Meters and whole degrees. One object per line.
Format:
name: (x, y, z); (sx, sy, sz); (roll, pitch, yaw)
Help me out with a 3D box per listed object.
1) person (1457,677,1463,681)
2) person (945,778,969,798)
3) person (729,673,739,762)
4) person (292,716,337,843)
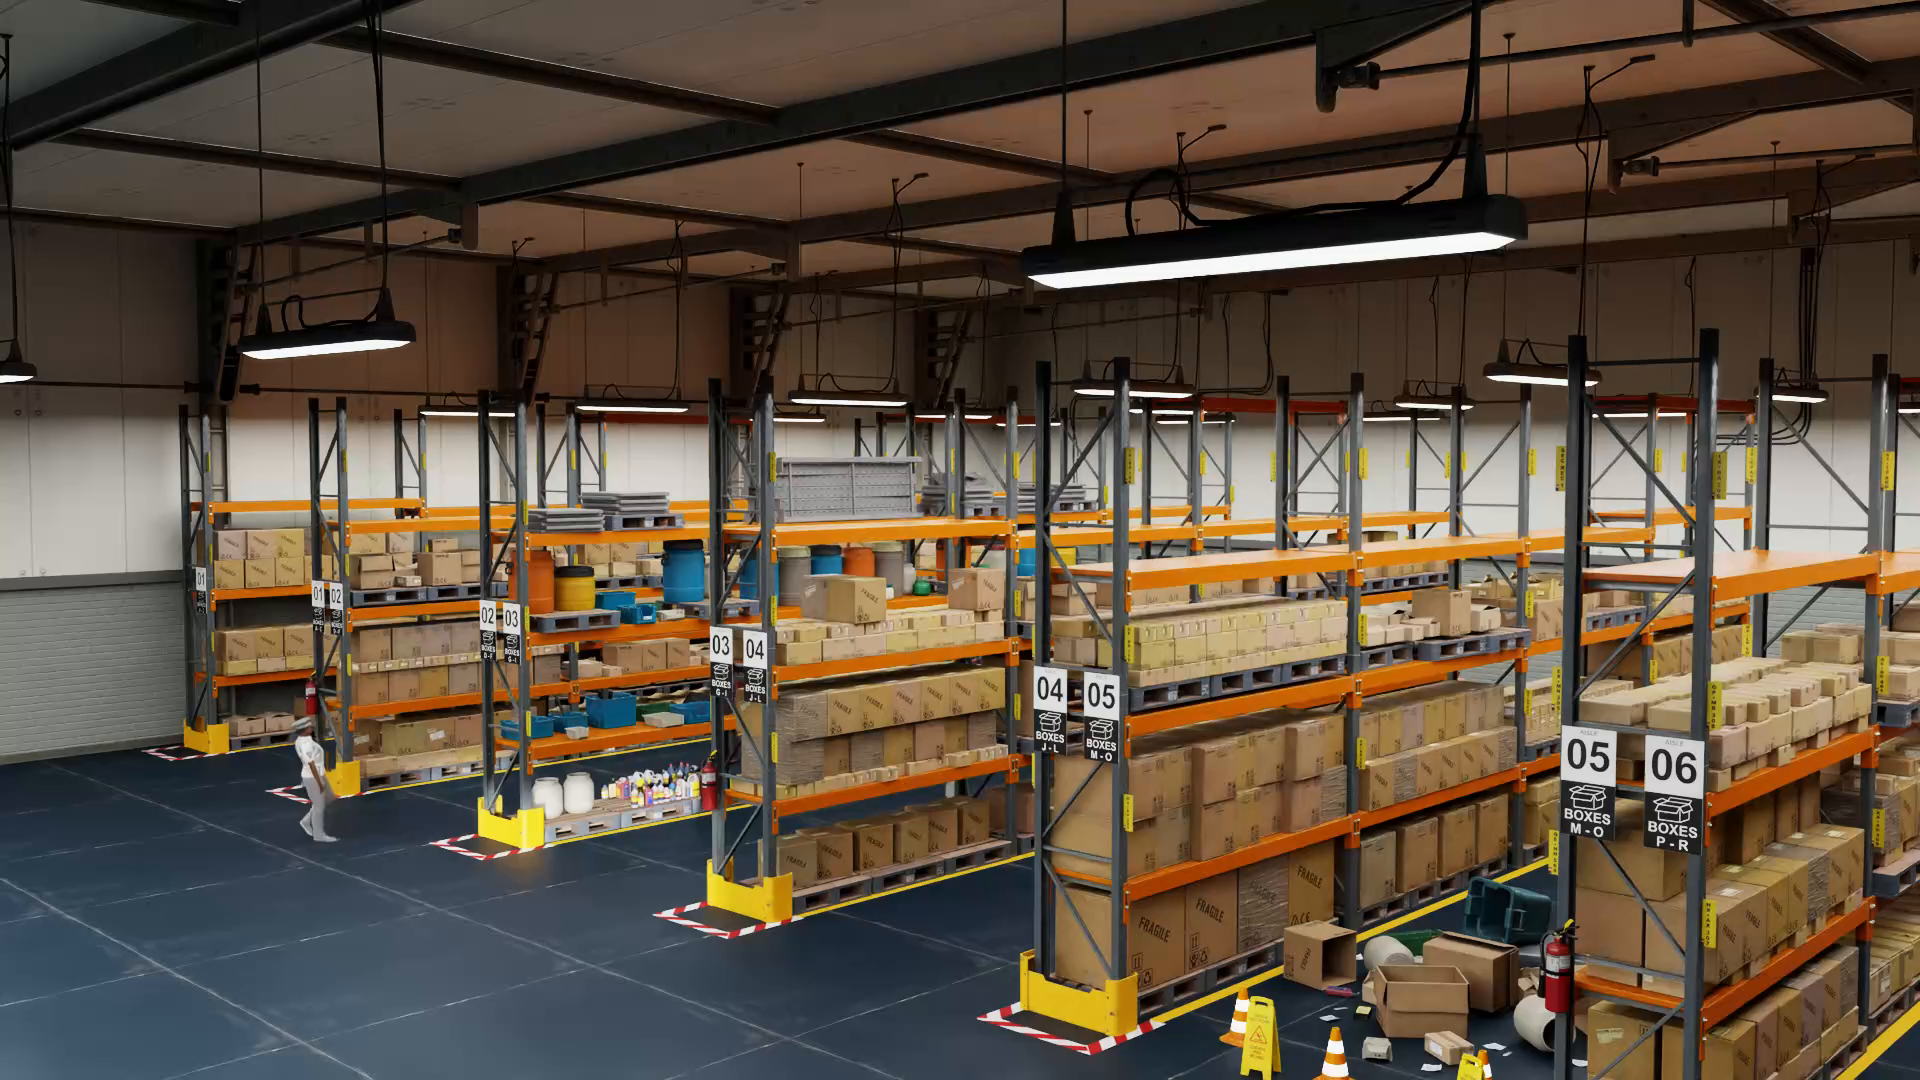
person: (7.514, 2.966, 25.530); (0.580, 1.736, 0.557); (1, 3, 14)
person: (-0.079, 3.042, 23.328); (0.419, 1.781, 0.631); (2, 3, 29)
person: (-3.850, 2.890, 27.685); (0.369, 1.693, 0.546); (2, 4, 33)
person: (-8.590, 3.178, 22.162); (0.552, 1.664, 0.541); (-1, 3, -12)
